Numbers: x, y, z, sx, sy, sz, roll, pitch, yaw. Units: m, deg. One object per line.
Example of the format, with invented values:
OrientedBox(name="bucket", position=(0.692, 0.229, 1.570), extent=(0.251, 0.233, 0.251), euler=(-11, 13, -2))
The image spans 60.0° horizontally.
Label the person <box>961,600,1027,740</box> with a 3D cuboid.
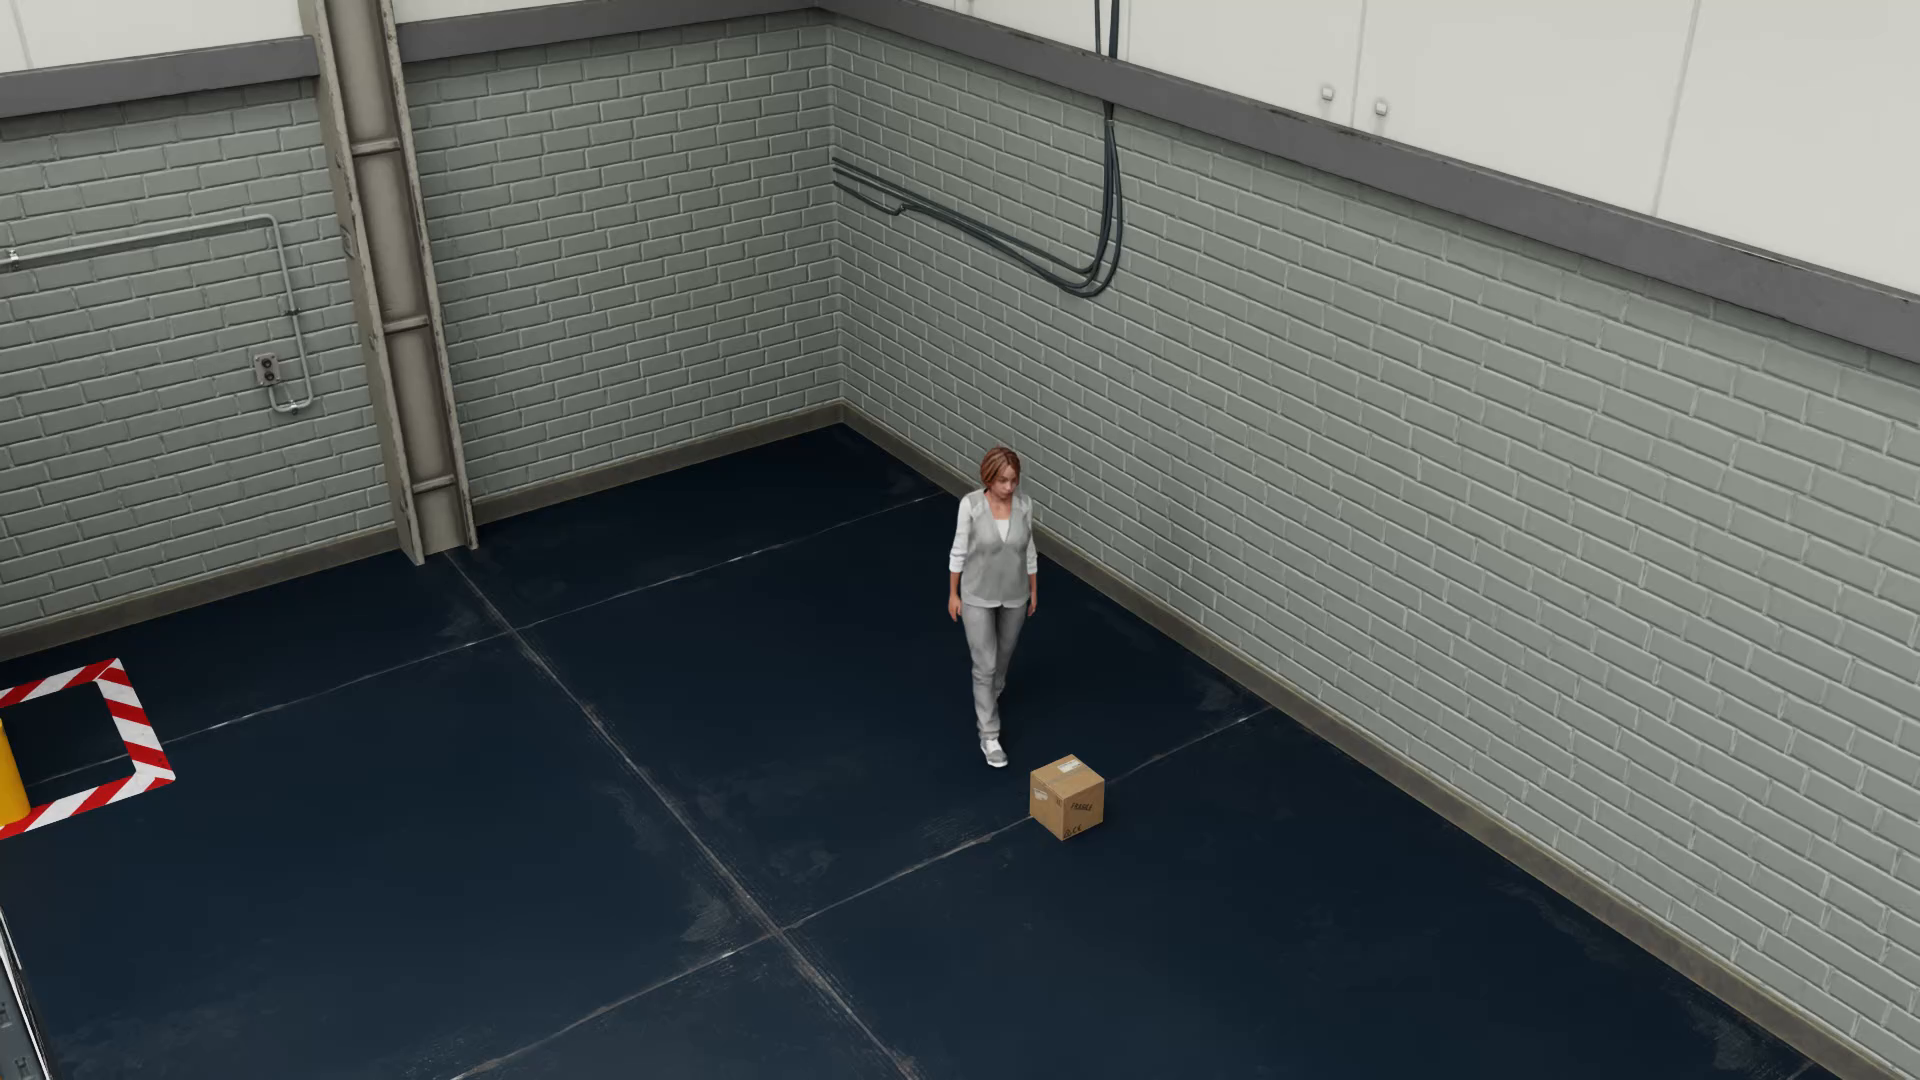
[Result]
OrientedBox(name="person", position=(0.158, 0.515, 8.305), extent=(0.346, 0.876, 0.545), euler=(-8, 30, -13))
